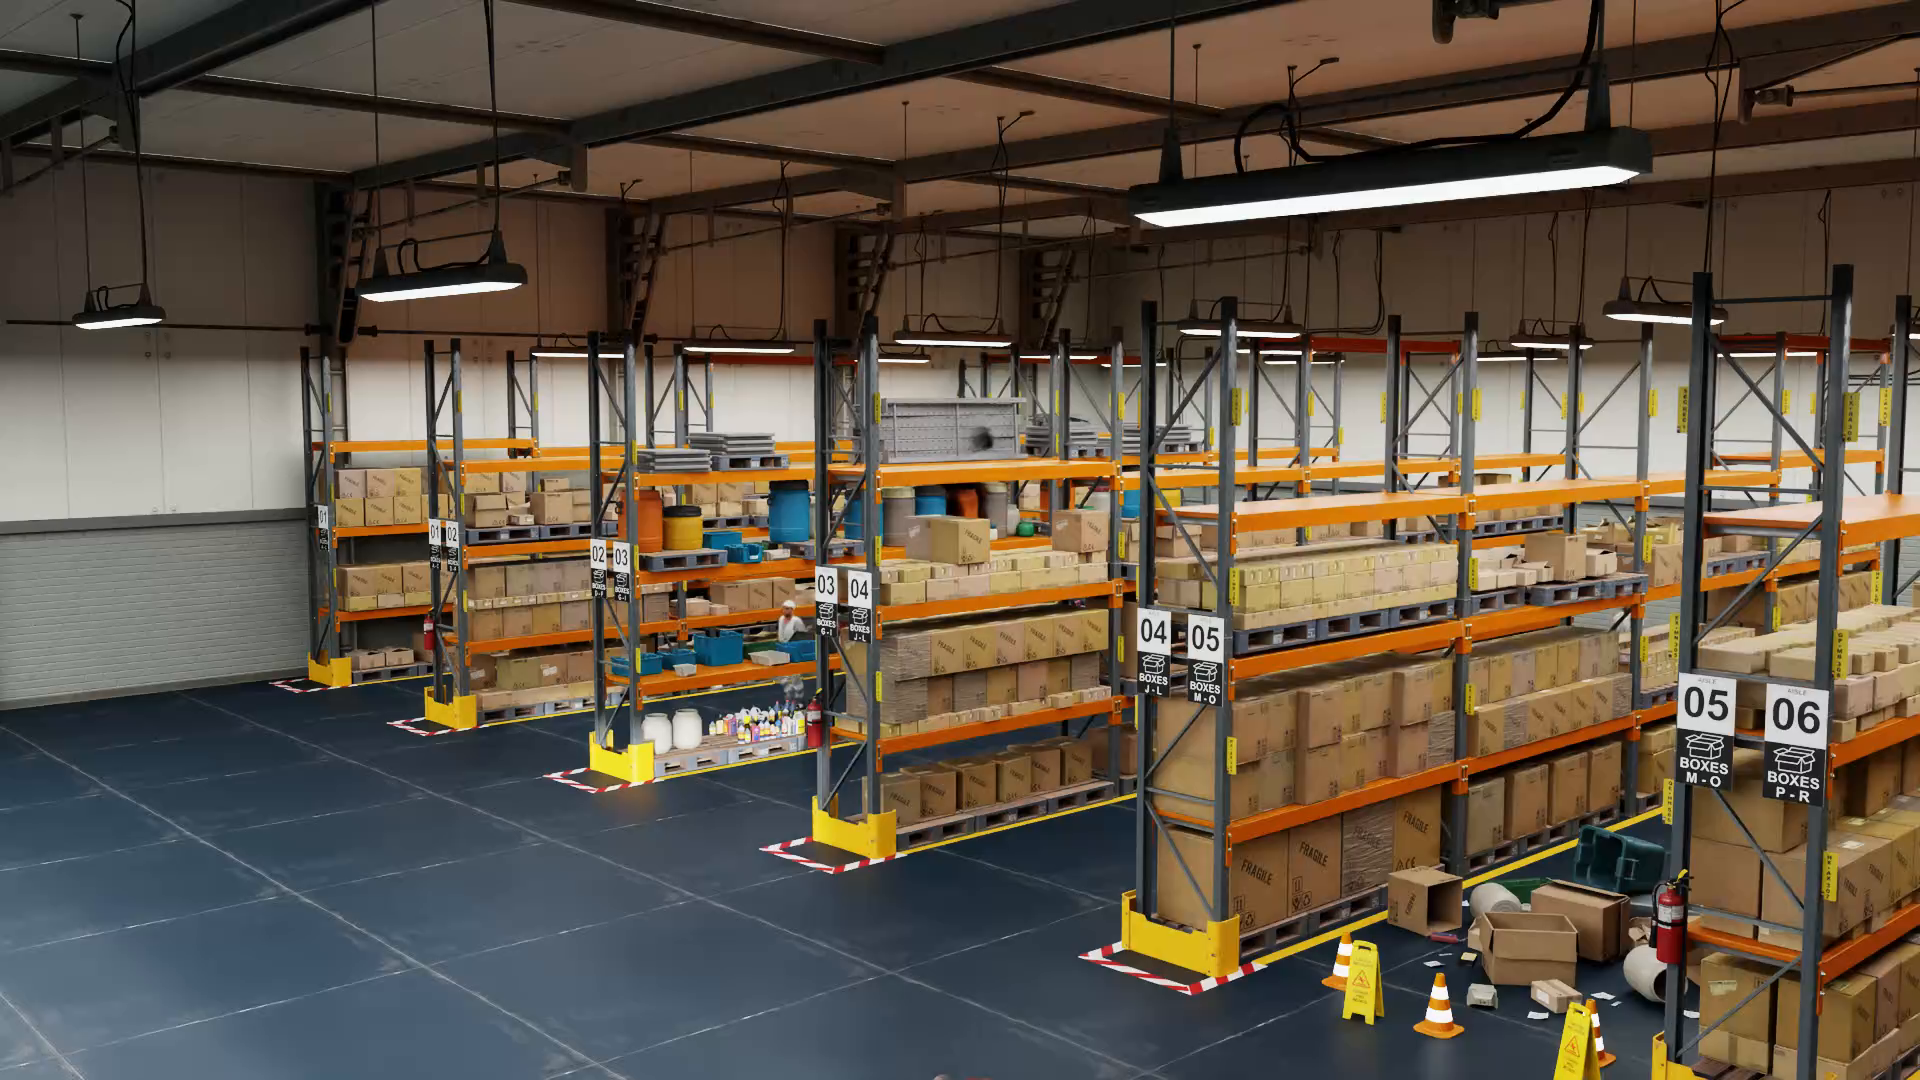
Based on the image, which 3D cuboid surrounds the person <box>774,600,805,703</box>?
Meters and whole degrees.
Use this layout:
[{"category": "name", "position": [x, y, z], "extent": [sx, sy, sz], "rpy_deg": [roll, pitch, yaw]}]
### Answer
[{"category": "person", "position": [-2.857, 1.854, 27.508], "extent": [0.654, 1.738, 0.737], "rpy_deg": [3, 6, 30]}]

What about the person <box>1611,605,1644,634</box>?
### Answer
[{"category": "person", "position": [11.508, 1.813, 28.697], "extent": [0.591, 1.697, 0.744], "rpy_deg": [4, 6, 36]}]
